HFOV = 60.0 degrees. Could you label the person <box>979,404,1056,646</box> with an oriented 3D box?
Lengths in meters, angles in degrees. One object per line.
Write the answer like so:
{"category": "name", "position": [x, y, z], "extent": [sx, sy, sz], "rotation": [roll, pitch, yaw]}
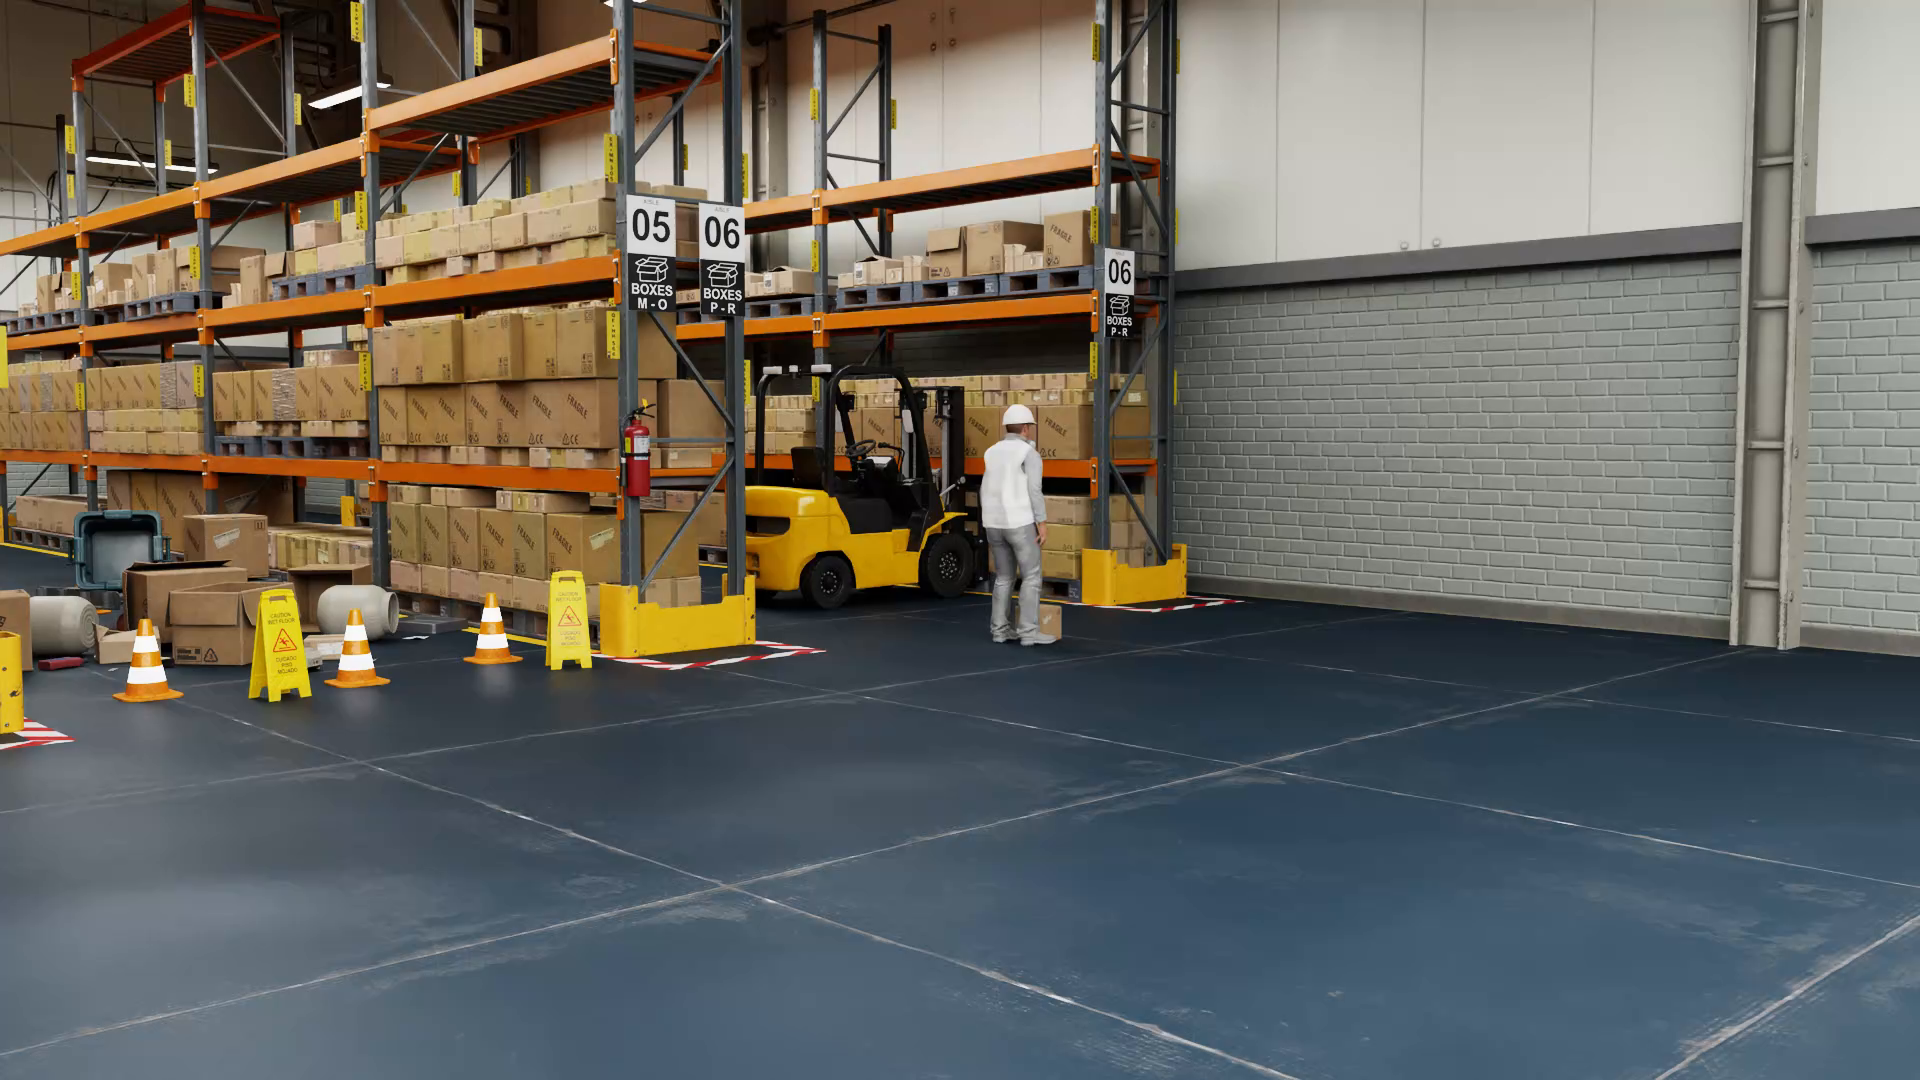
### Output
{"category": "person", "position": [0.406, -0.119, 12.343], "extent": [0.579, 1.769, 0.466], "rotation": [4, 5, 43]}
